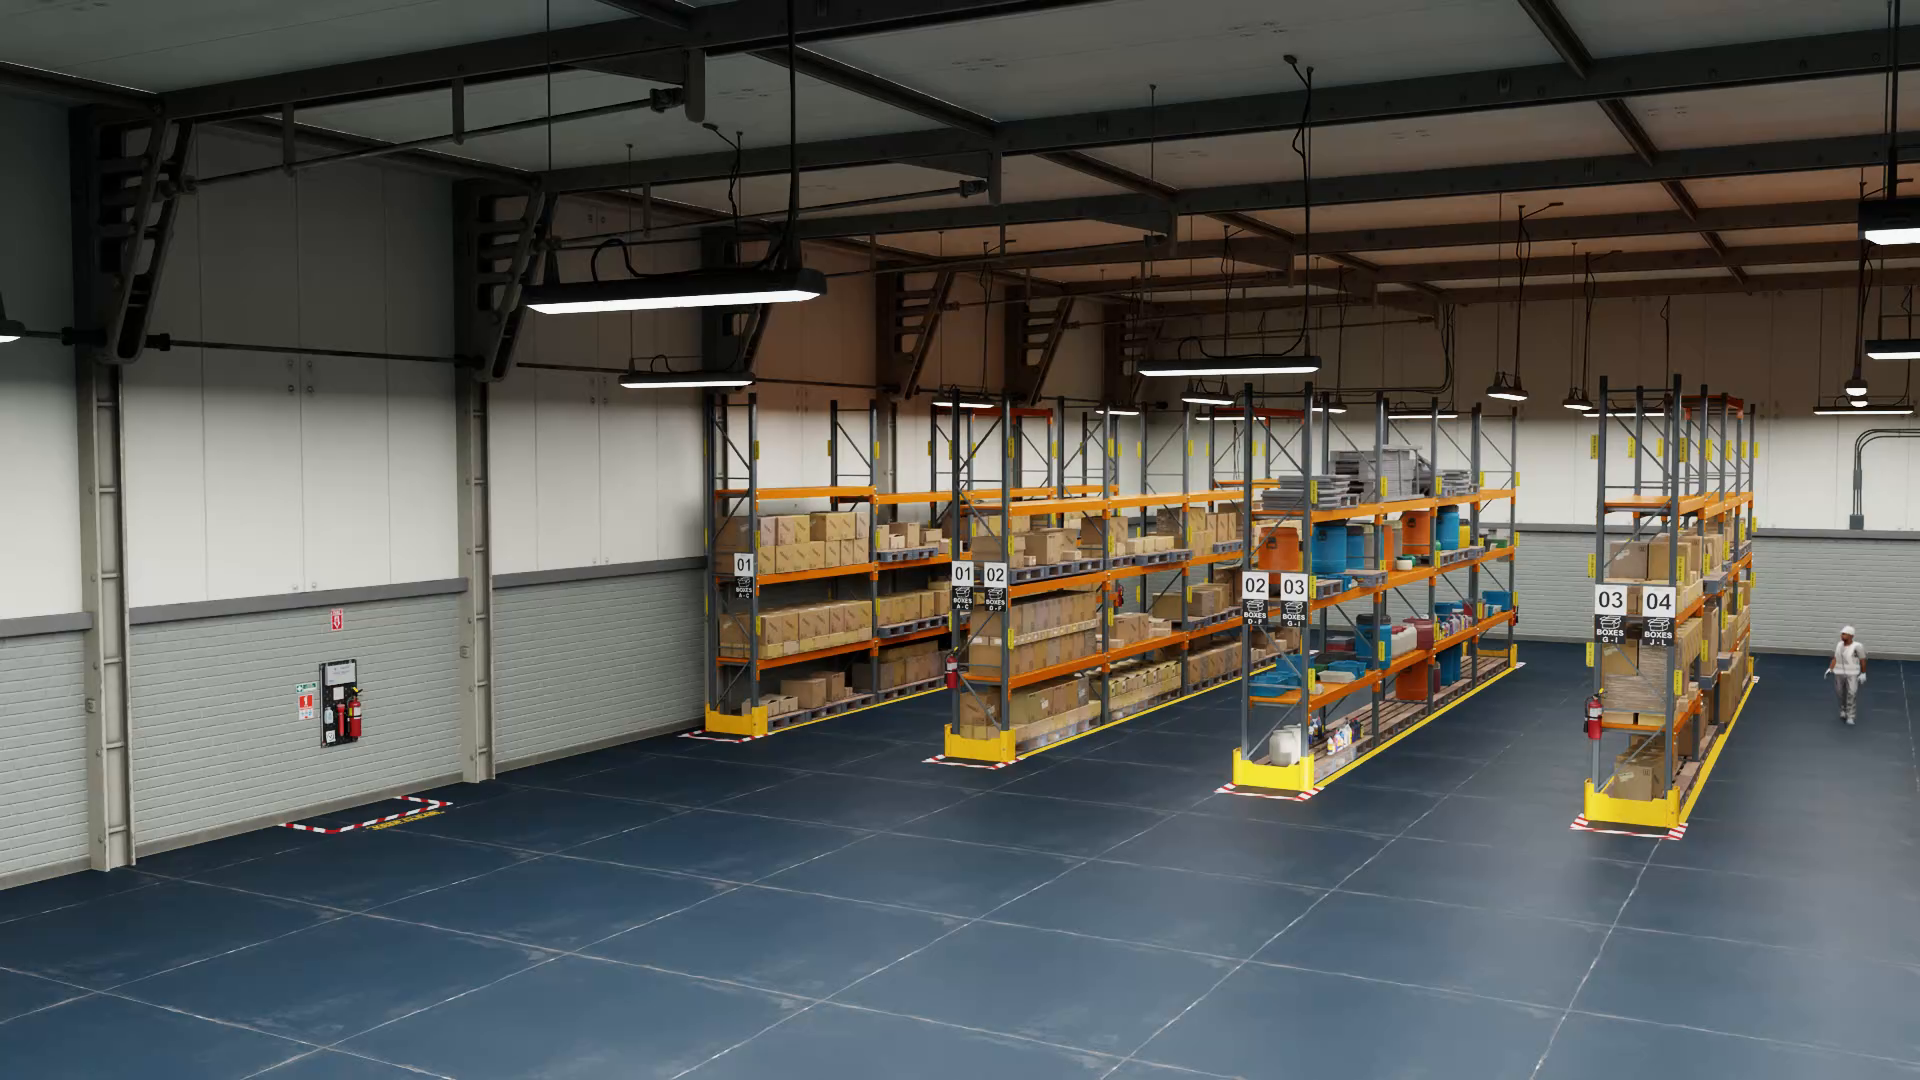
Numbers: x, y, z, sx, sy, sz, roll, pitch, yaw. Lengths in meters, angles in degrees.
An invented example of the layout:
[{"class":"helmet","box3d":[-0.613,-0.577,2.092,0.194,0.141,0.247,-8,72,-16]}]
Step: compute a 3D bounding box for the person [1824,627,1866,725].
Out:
[{"class":"person","box3d":[16.273,2.464,30.576,0.679,1.744,0.962,2,4,33]}]
